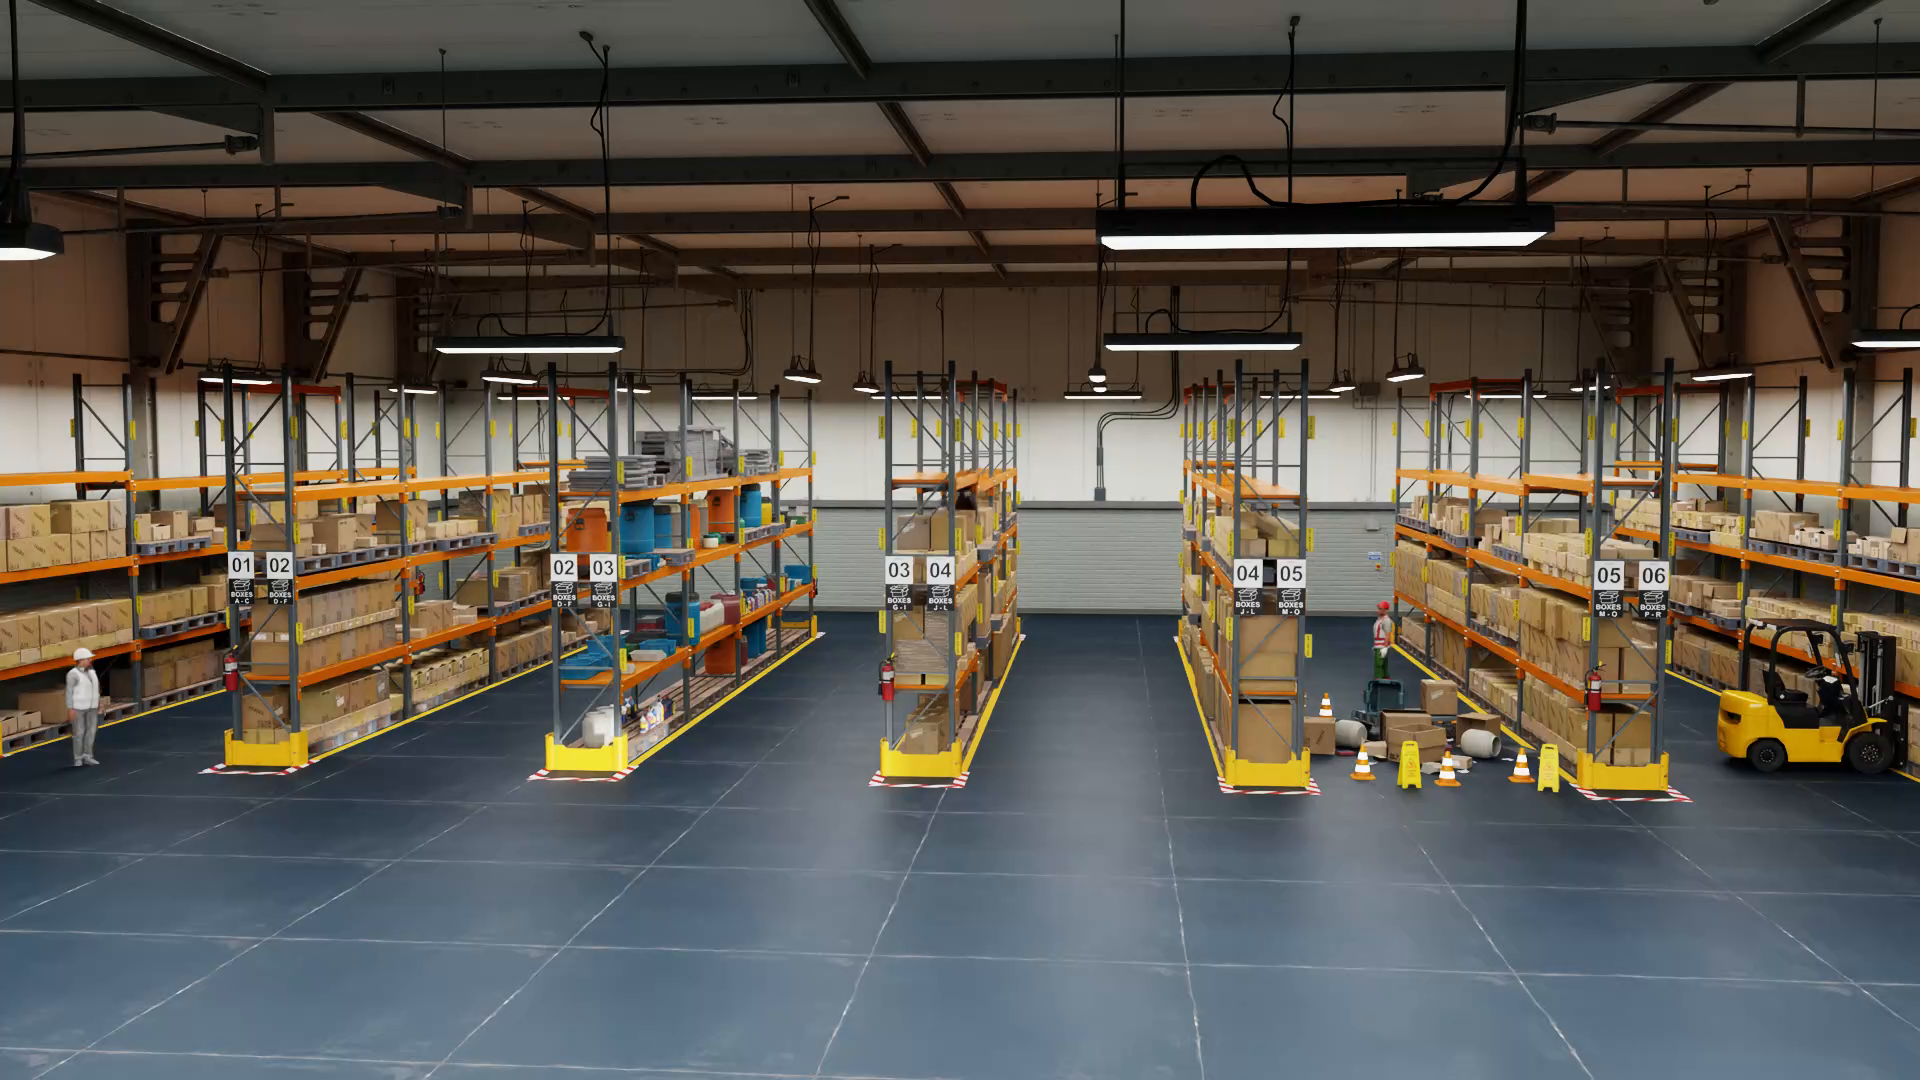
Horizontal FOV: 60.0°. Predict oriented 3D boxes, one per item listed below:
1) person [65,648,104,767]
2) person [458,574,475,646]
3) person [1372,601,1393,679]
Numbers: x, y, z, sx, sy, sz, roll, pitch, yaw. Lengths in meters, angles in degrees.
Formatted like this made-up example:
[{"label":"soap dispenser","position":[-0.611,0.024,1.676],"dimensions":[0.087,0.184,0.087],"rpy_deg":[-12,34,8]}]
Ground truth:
[{"label":"person","position":[-13.058,2.495,24.797],"dimensions":[0.381,1.781,0.614],"rpy_deg":[2,4,26]},{"label":"person","position":[-11.298,1.623,38.534],"dimensions":[0.661,1.675,1.045],"rpy_deg":[0,4,3]},{"label":"person","position":[7.910,2.052,31.361],"dimensions":[0.489,1.791,0.607],"rpy_deg":[1,4,18]}]
